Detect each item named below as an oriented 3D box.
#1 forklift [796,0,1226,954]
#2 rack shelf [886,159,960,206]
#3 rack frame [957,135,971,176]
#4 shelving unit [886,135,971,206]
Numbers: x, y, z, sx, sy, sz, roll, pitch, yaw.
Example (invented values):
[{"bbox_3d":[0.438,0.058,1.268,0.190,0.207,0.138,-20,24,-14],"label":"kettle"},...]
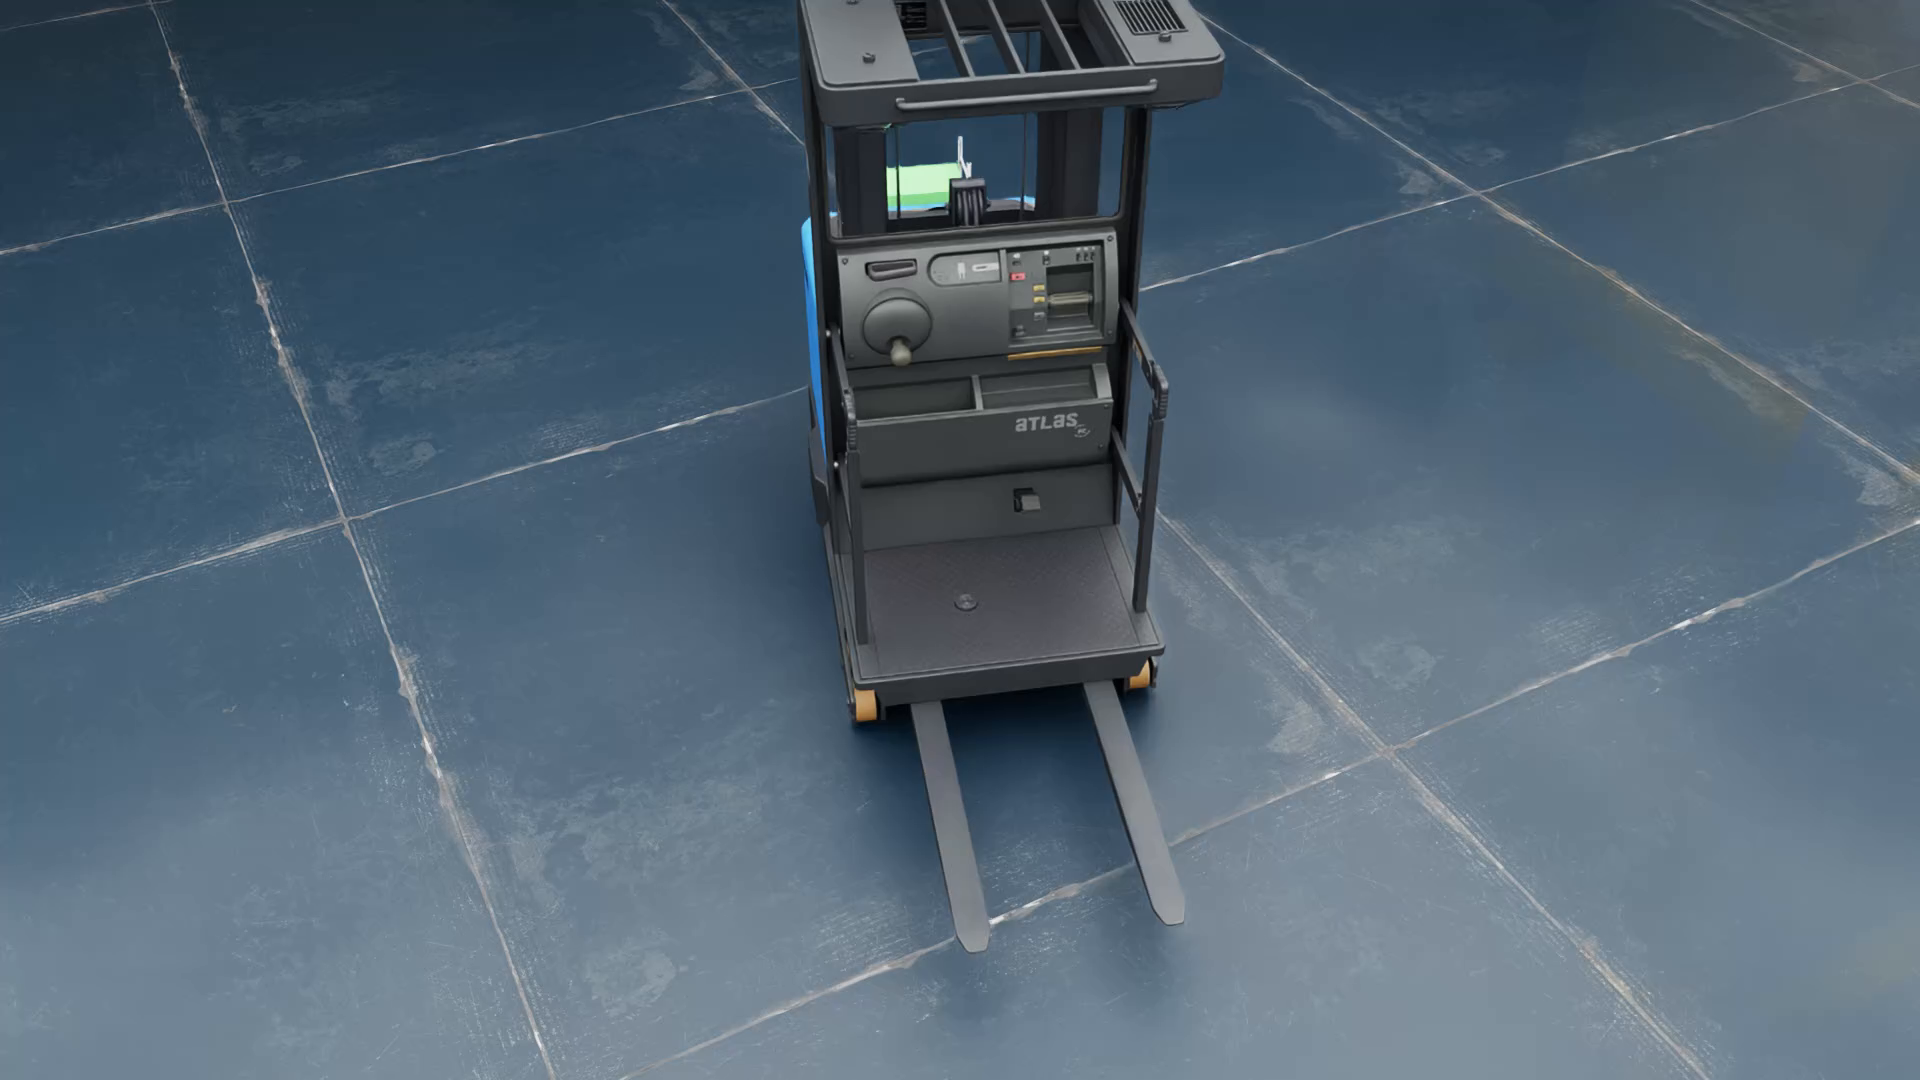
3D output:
[{"bbox_3d":[0.103,-0.719,5.331,1.130,2.935,3.031,-6,41,-7],"label":"forklift"},{"bbox_3d":[-0.225,-1.430,6.867,0.480,0.148,0.258,-6,41,-7],"label":"rack shelf"},{"bbox_3d":[0.016,-1.138,7.166,0.015,1.200,0.240,-6,41,-7],"label":"rack frame"},{"bbox_3d":[-0.225,-1.112,7.135,0.503,1.200,0.258,-6,41,-7],"label":"shelving unit"}]
